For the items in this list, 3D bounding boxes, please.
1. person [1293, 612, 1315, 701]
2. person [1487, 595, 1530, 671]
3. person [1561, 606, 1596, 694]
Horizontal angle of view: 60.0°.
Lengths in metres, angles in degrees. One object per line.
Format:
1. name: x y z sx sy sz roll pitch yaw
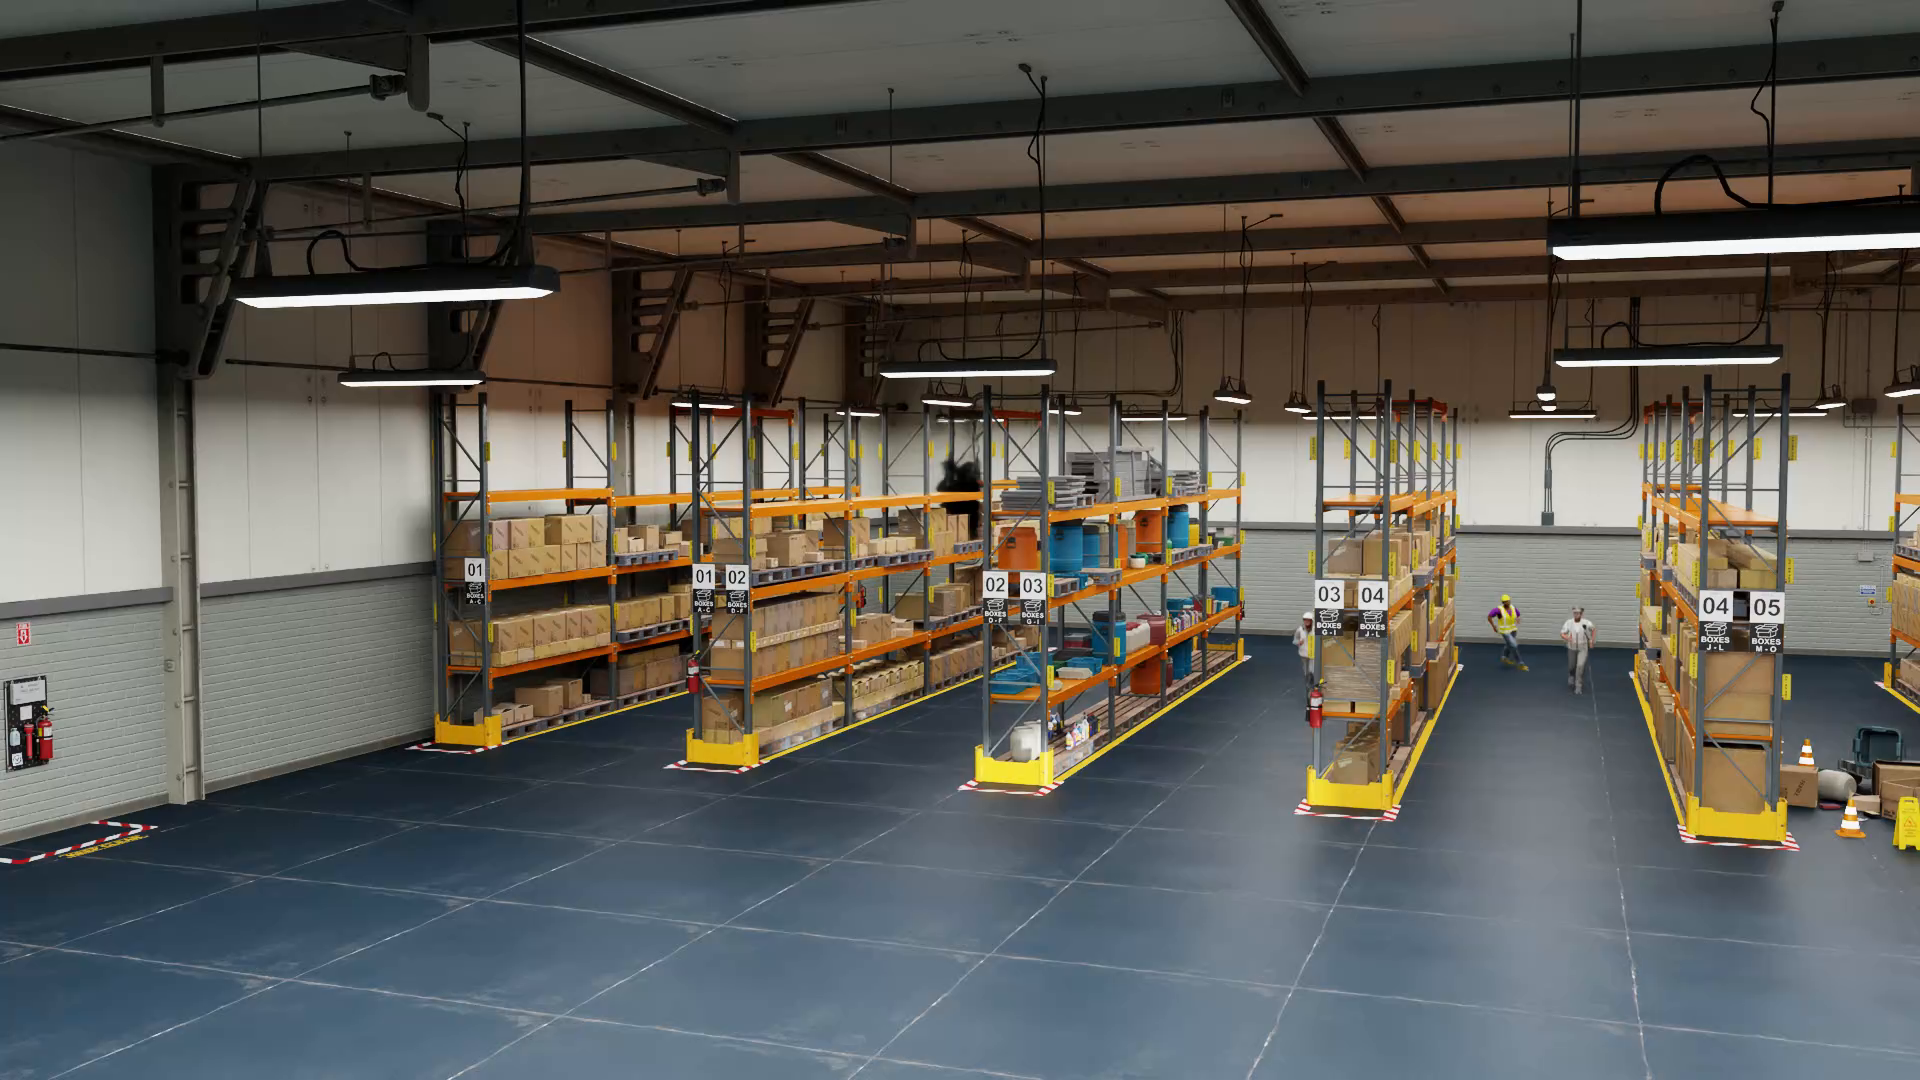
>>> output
1. person: 7.054 2.336 33.503 0.679 1.773 0.813 1 3 21
2. person: 12.602 2.110 38.234 0.784 1.734 0.962 -1 3 -21
3. person: 12.920 2.275 34.761 0.672 1.789 0.966 1 3 25
